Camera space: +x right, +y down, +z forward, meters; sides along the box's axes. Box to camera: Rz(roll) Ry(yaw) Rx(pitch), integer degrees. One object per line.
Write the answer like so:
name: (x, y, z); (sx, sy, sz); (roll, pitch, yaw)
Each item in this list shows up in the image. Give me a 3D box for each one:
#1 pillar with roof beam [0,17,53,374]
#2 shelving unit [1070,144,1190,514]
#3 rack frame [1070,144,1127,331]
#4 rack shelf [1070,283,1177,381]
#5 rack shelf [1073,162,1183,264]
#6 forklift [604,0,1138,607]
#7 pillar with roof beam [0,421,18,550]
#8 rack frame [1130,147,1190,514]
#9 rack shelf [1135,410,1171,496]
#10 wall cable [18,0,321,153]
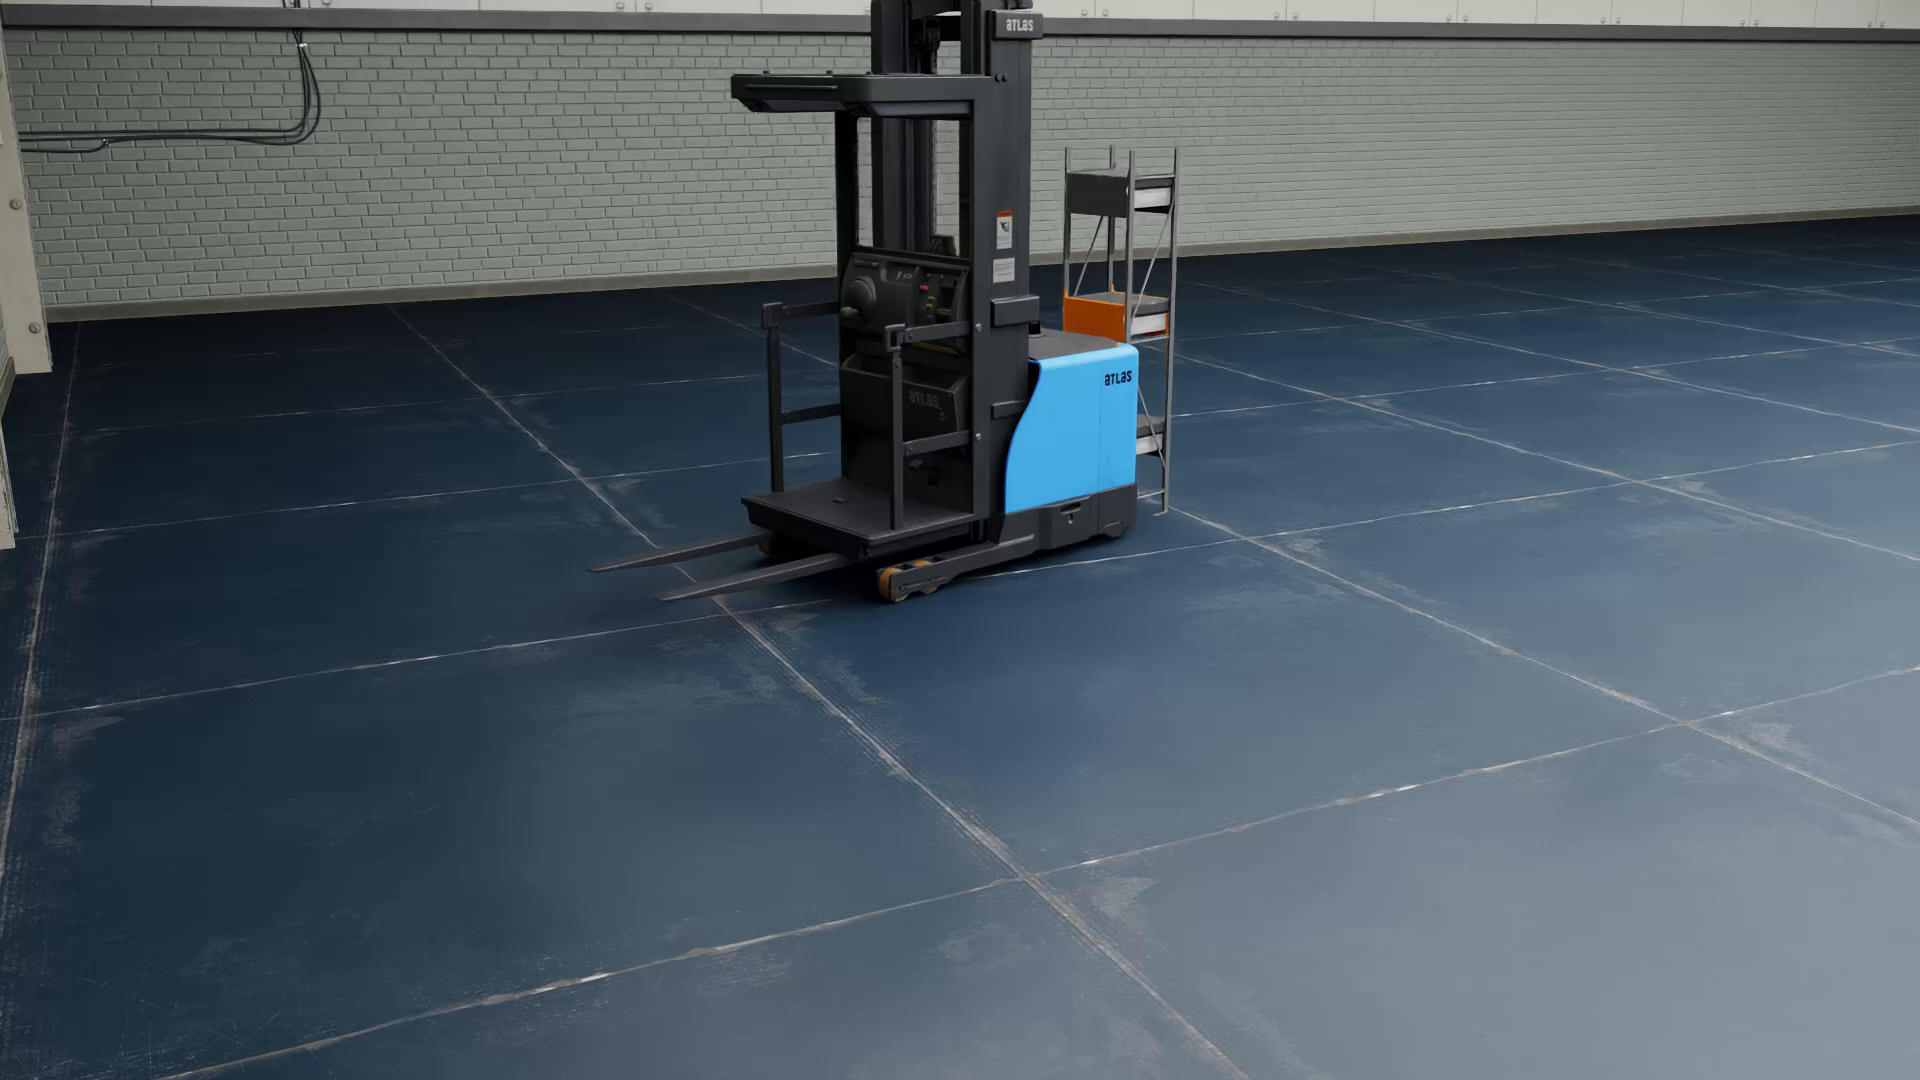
pillar with roof beam: (-4.158, -6.321, 14.962); (9.100, 9.000, 0.400); (-8, 18, -25)
shelving unit: (0.954, -1.200, 9.611); (0.431, 2.100, 0.503); (-12, 20, -38)
rack frame: (0.798, -1.252, 9.792); (0.400, 2.100, 0.015); (-12, 20, -38)
rack shelf: (0.954, -1.187, 9.615); (0.431, 0.518, 0.480); (-12, 20, -38)
rack shelf: (0.963, -1.862, 9.429); (0.431, 0.518, 0.480); (-12, 20, -38)
forklift: (-0.392, -1.264, 8.341); (1.130, 2.935, 3.031); (15, 22, 42)
pillar with roof beam: (-1.529, -4.833, 9.777); (9.100, 9.000, 0.400); (-8, 18, -25)
rack frame: (1.110, -1.148, 9.431); (0.400, 2.100, 0.015); (-12, 20, -38)
rack shelf: (0.945, -0.512, 9.801); (0.431, 0.518, 0.480); (-12, 20, -38)
wall cable: (-8.130, -5.198, 16.680); (3.097, 2.526, 0.112); (-8, 18, -25)
